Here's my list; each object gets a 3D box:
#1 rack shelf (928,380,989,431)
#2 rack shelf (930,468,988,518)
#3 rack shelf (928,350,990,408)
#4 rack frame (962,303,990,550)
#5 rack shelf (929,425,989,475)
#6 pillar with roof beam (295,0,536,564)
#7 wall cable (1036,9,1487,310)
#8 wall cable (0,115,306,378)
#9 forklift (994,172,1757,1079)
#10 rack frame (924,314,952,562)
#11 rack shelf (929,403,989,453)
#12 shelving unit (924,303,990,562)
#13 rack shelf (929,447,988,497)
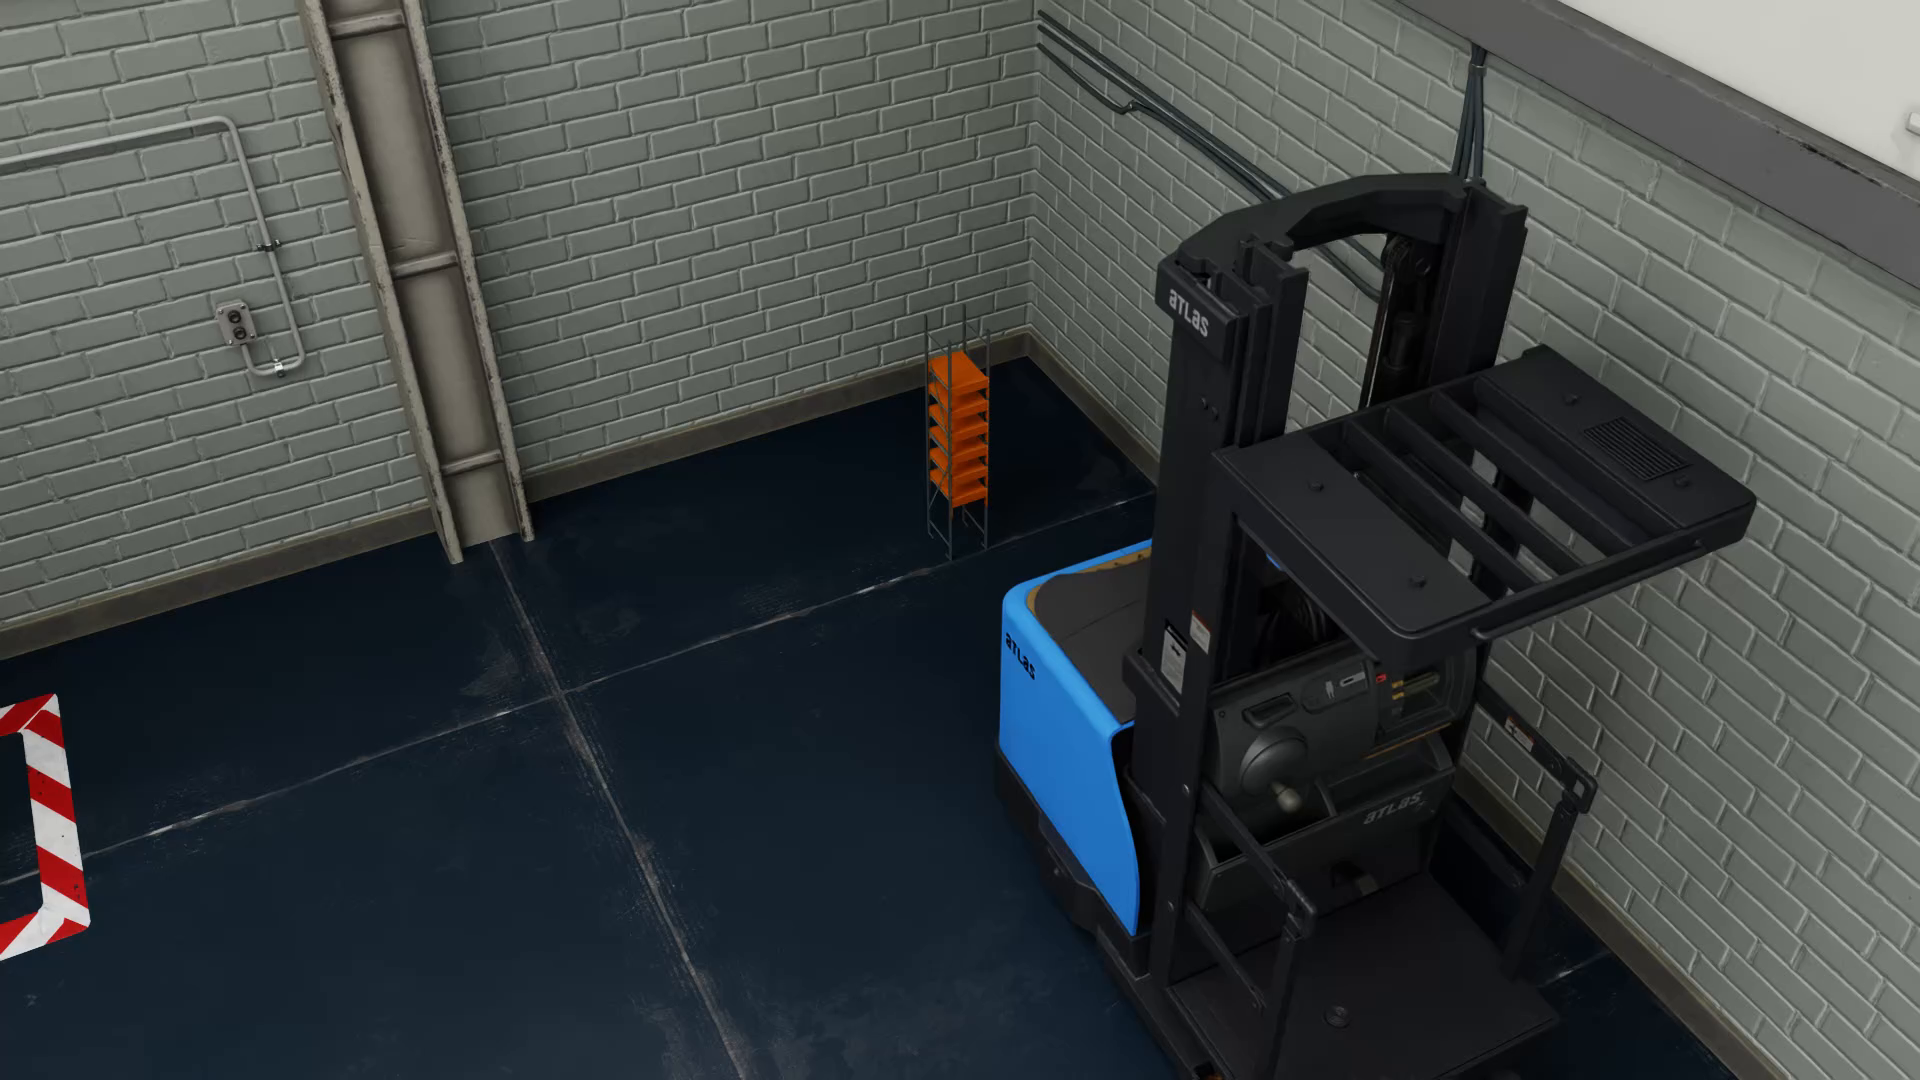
[{"bbox_3d":[-0.013,-0.603,7.220,0.180,0.103,0.258,-19,44,-21],"label":"rack shelf"},{"bbox_3d":[-0.013,-0.237,7.530,0.180,0.103,0.258,-19,44,-21],"label":"rack shelf"},{"bbox_3d":[-0.013,-0.694,7.142,0.180,0.103,0.258,-19,44,-21],"label":"rack shelf"},{"bbox_3d":[0.068,-0.481,7.378,0.006,1.200,0.240,-19,44,-21],"label":"rack frame"},{"bbox_3d":[-0.013,-0.420,7.375,0.180,0.103,0.258,-19,44,-21],"label":"rack shelf"},{"bbox_3d":[-0.232,-1.003,1.958,0.400,9.000,9.100,-19,44,-21],"label":"pillar with roof beam"},{"bbox_3d":[0.966,-2.466,6.090,0.112,2.526,3.097,-19,44,-21],"label":"wall cable"},{"bbox_3d":[-3.517,-1.190,6.037,1.851,1.984,0.084,-19,44,-21],"label":"wall cable"},{"bbox_3d":[1.246,0.583,4.782,1.130,2.935,3.031,-18,43,-20],"label":"forklift"},{"bbox_3d":[-0.094,-0.426,7.314,0.006,1.200,0.240,-19,44,-21],"label":"rack frame"},{"bbox_3d":[-0.013,-0.511,7.297,0.180,0.103,0.258,-19,44,-21],"label":"rack shelf"},{"bbox_3d":[-0.013,-0.454,7.346,0.189,1.200,0.258,-19,44,-21],"label":"shelving unit"},{"bbox_3d":[-0.013,-0.328,7.452,0.180,0.103,0.258,-19,44,-21],"label":"rack shelf"}]
